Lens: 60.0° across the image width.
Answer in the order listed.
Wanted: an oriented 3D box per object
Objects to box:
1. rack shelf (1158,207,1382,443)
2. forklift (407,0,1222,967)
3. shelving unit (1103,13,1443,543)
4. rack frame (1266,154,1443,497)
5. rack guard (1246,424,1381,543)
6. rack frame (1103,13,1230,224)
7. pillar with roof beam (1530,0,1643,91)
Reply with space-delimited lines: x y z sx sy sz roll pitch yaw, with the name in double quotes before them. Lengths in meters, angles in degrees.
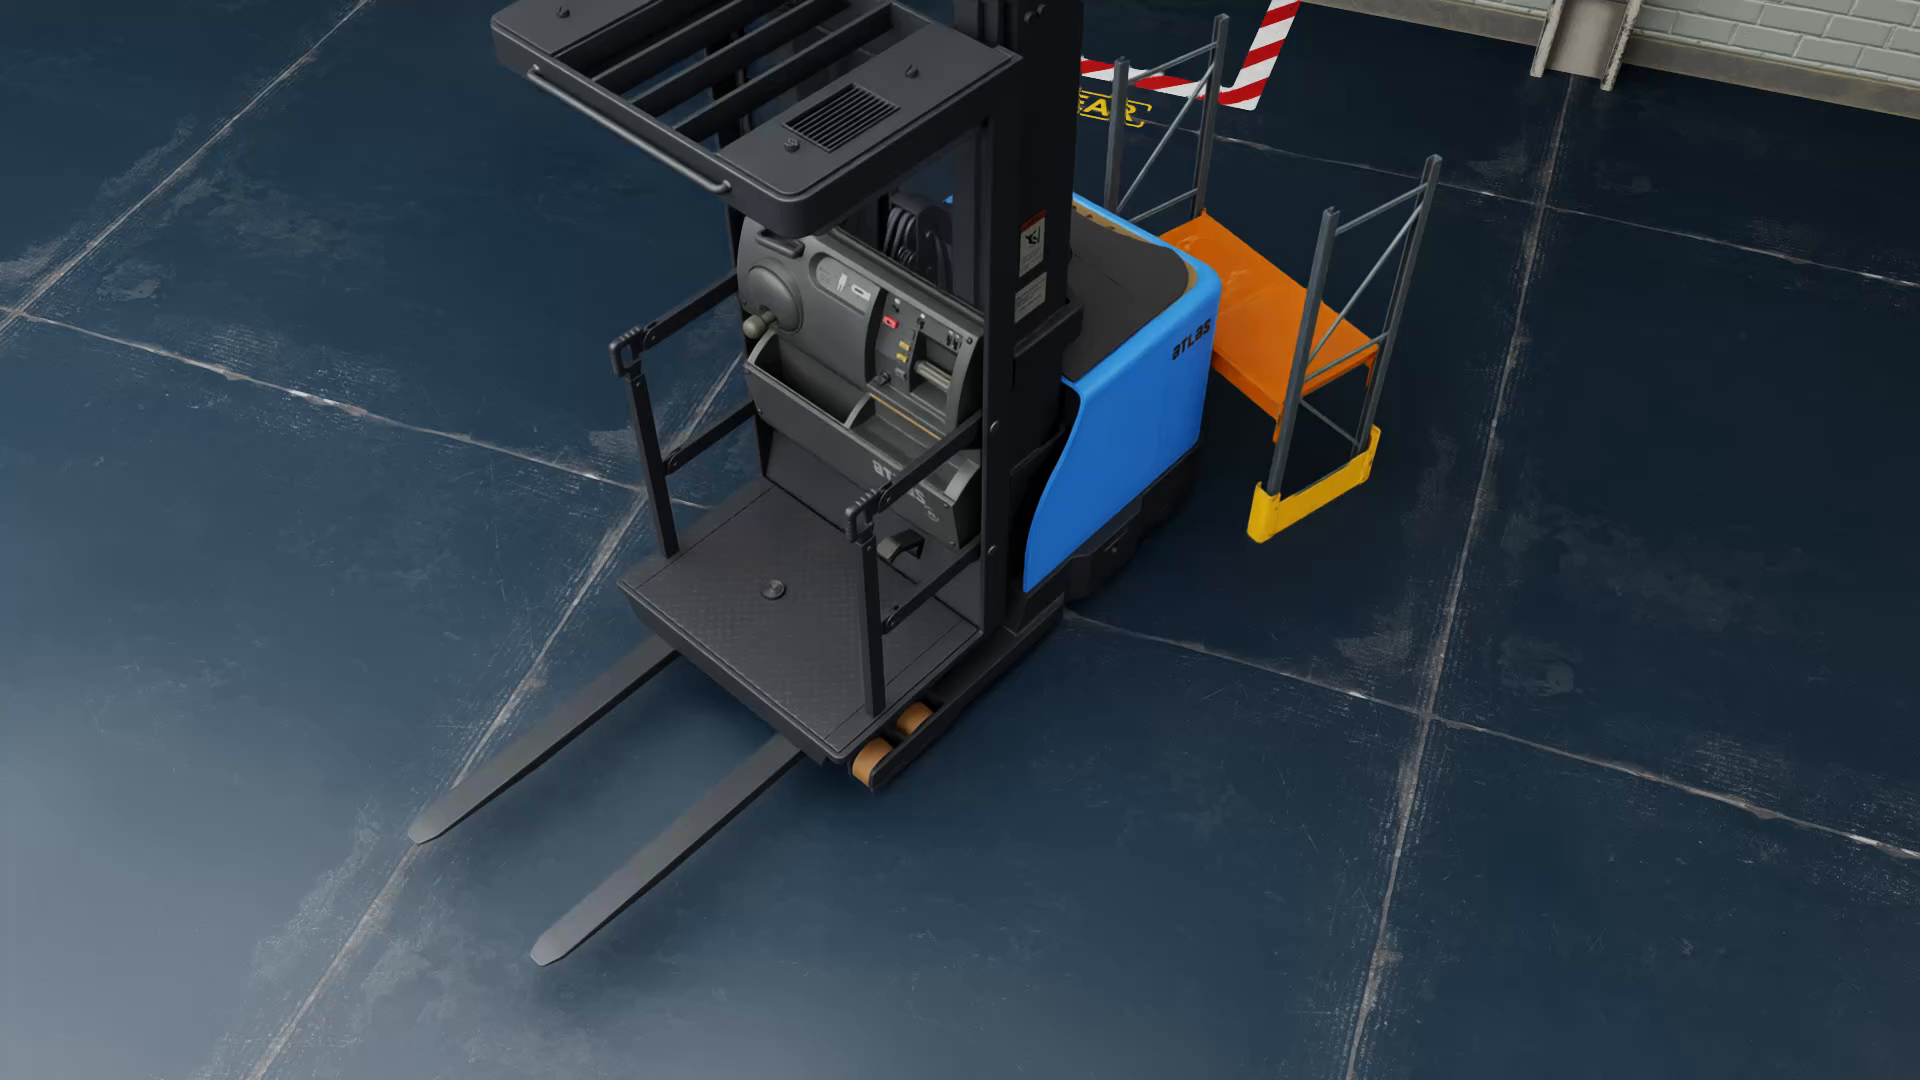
"rack shelf" 1.038 -0.823 6.209 0.538 0.185 1.000 -29 55 -23
"forklift" -0.457 -0.579 4.812 1.130 2.935 3.031 34 57 26
"shelving unit" 1.043 -0.935 6.068 0.587 1.500 1.083 -29 55 -23
"rack frame" 1.336 -0.629 5.803 0.500 1.500 0.032 -29 55 -23
"rack guard" 1.335 -0.221 6.276 0.587 0.250 0.087 -29 55 -23
"rack frame" 0.740 -1.252 6.342 0.500 1.500 0.032 -29 55 -23
"pillar with roof beam" 1.574 -2.258 2.252 0.400 9.000 9.100 16 51 13
